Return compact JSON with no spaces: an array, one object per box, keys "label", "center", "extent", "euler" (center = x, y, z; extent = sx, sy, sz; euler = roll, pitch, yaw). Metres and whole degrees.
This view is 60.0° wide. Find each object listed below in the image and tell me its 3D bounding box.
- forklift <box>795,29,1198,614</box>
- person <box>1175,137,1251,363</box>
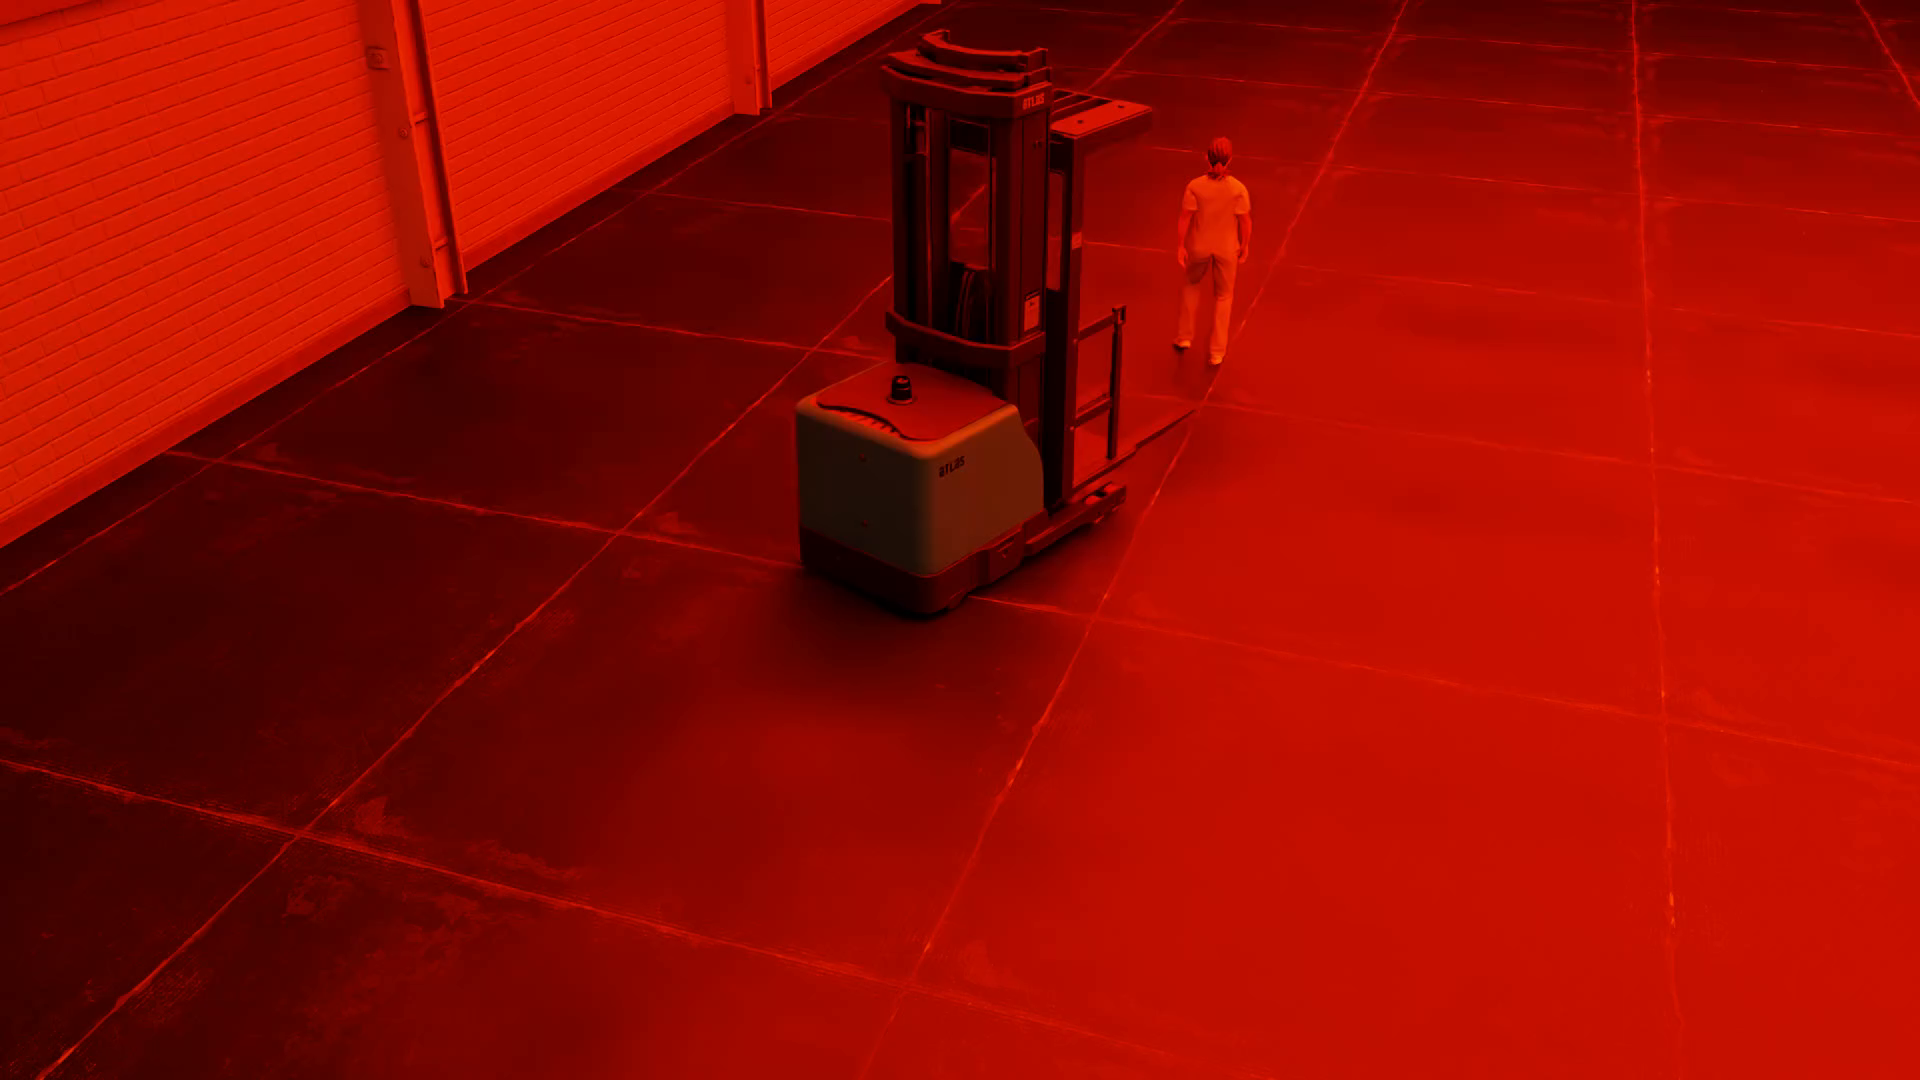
[{"label":"forklift","center":[0.386,-1.522,9.806],"extent":[1.130,2.935,3.031],"euler":[22,37,34]},{"label":"person","center":[1.861,-2.129,12.209],"extent":[0.525,1.706,0.507],"euler":[6,30,11]}]
